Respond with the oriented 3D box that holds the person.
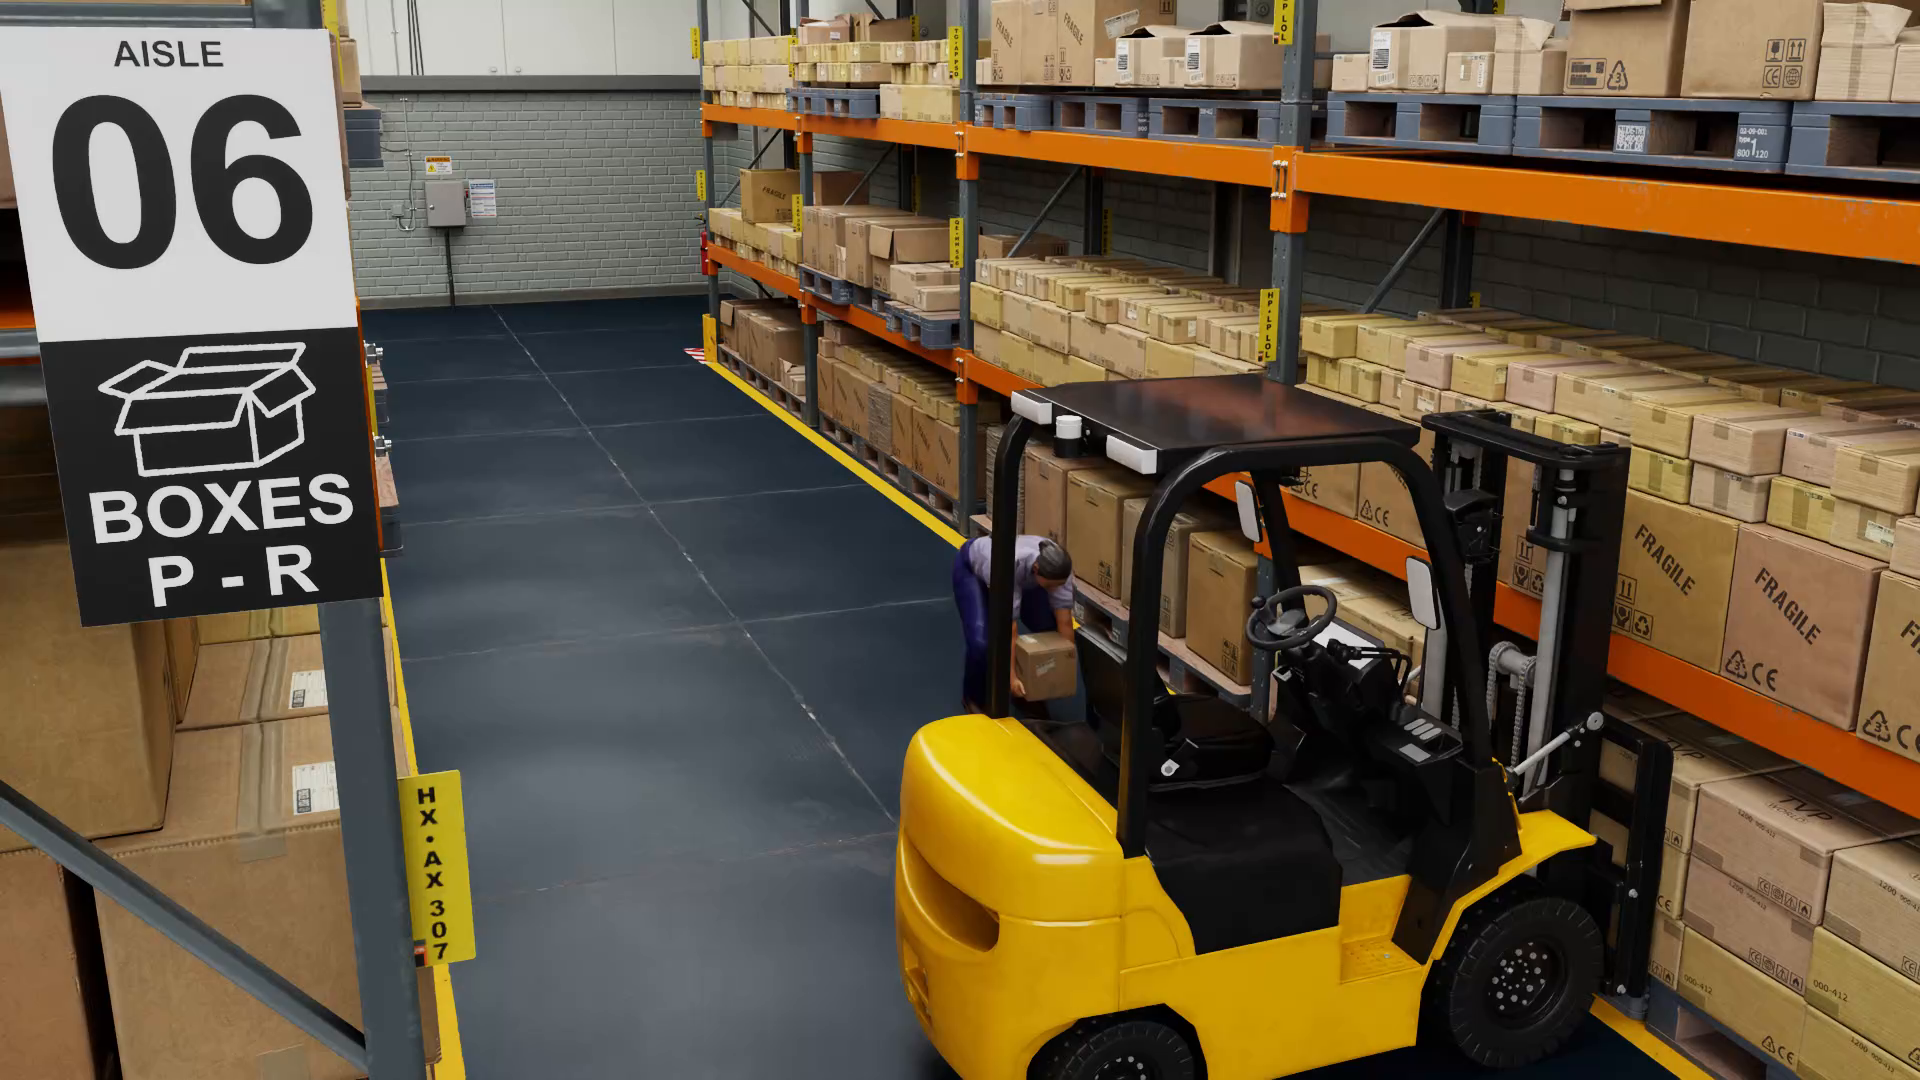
[{"bbox_3d":[0.280,0.422,8.230,0.501,1.015,0.892,-7,17,-23],"label":"person"}]
